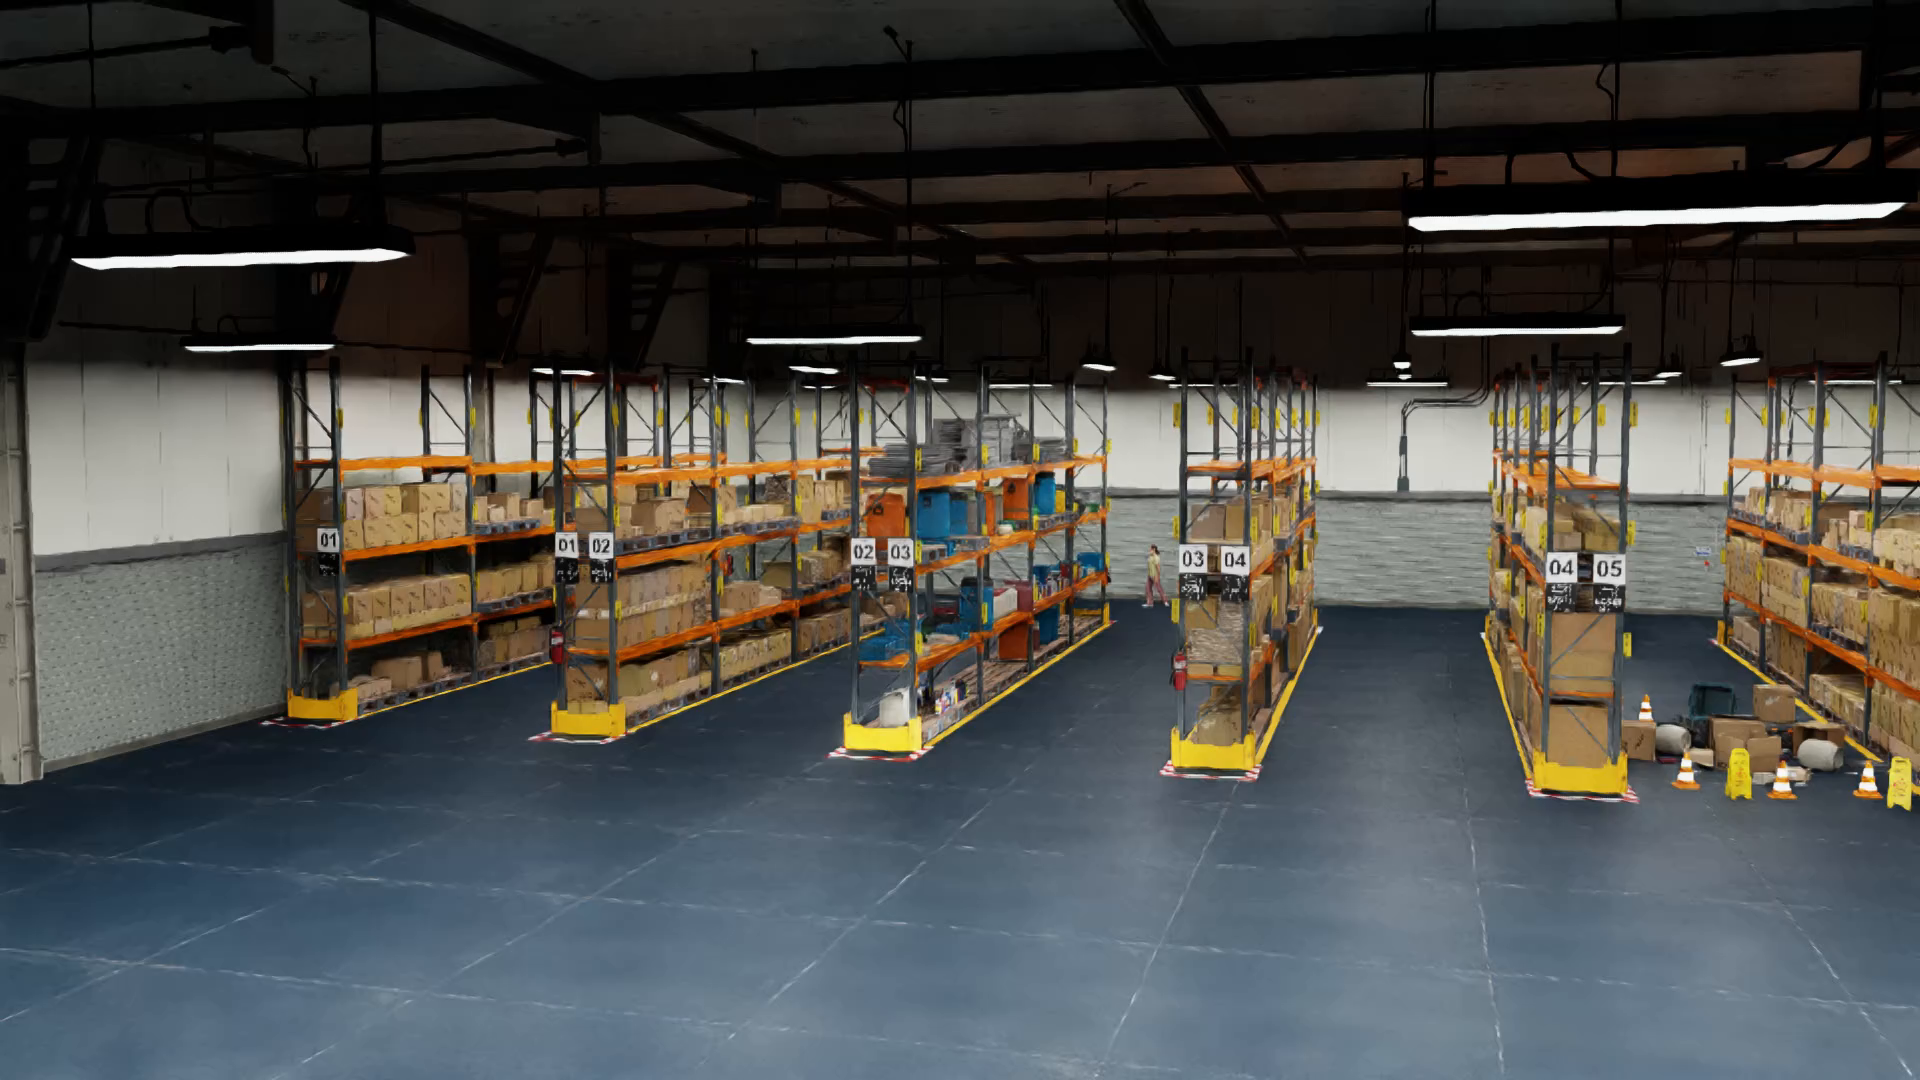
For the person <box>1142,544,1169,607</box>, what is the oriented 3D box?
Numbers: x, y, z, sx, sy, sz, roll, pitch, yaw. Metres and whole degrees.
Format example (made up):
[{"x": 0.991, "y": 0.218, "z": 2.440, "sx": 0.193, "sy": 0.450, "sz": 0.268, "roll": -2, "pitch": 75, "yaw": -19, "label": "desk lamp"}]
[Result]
[{"x": 5.193, "y": 0.944, "z": 44.075, "sx": 0.688, "sy": 1.658, "sz": 0.592, "roll": -2, "pitch": 4, "yaw": -21, "label": "person"}]
